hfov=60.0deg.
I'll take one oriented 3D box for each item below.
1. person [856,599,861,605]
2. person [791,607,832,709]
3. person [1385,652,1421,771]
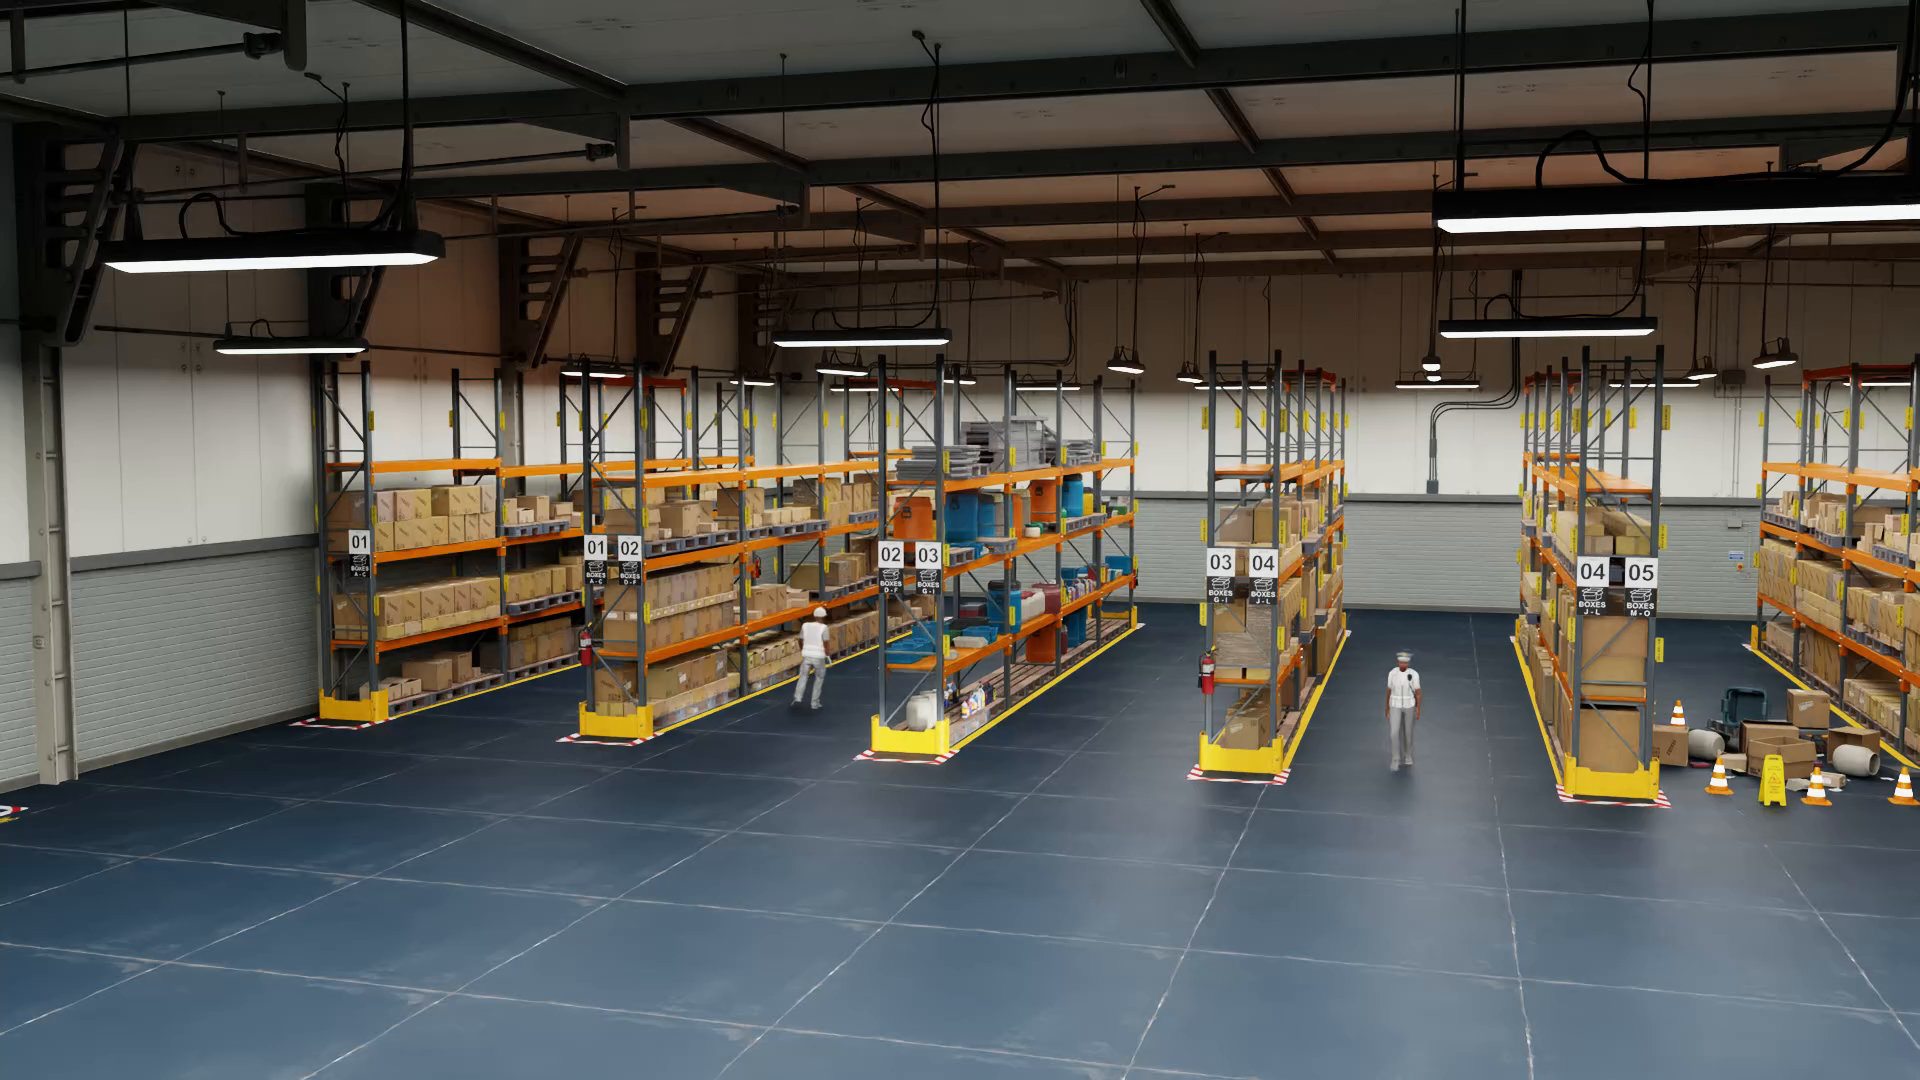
[{"bbox_3d":[-2.818,1.111,43.351,0.439,1.540,0.972,1,4,15],"label":"person"},{"bbox_3d":[-2.568,2.063,28.887,0.630,1.760,0.722,1,4,17],"label":"person"},{"bbox_3d":[6.408,2.458,24.053,0.507,1.694,0.642,1,4,18],"label":"person"}]
